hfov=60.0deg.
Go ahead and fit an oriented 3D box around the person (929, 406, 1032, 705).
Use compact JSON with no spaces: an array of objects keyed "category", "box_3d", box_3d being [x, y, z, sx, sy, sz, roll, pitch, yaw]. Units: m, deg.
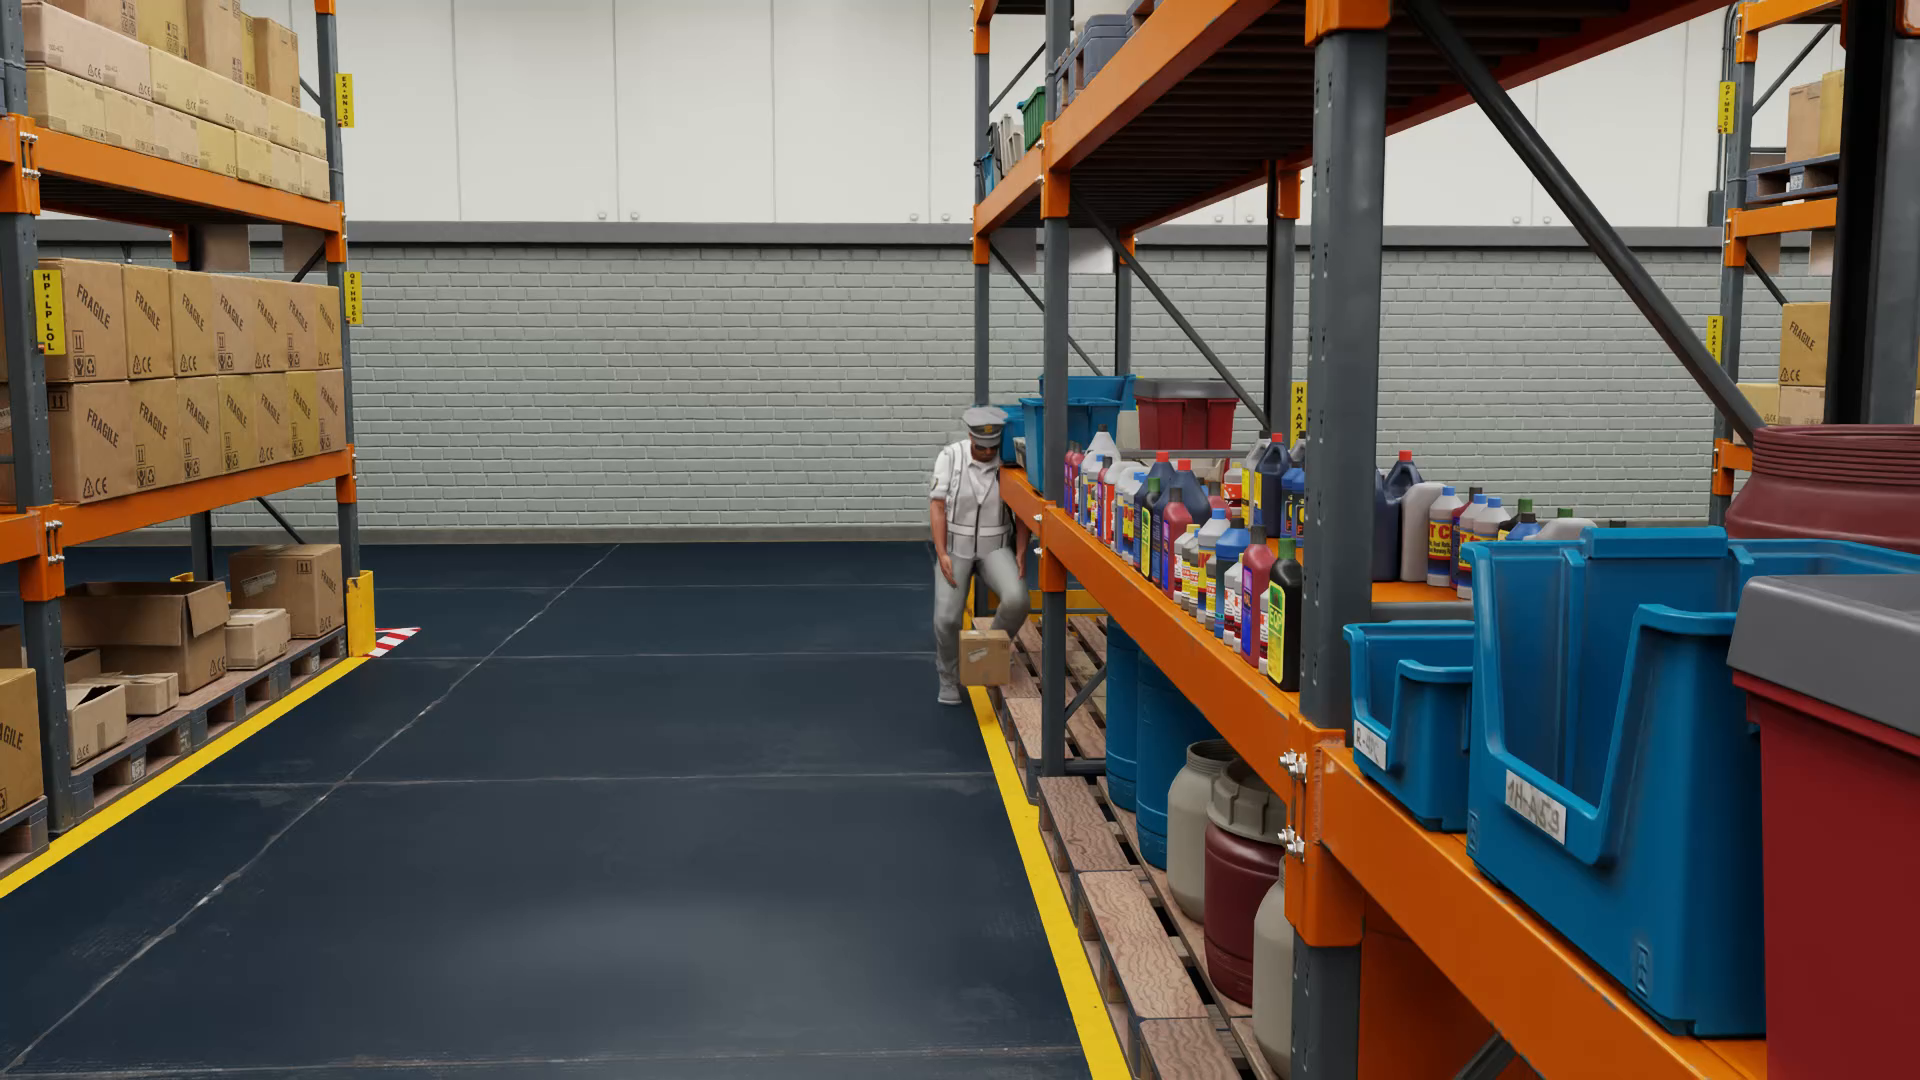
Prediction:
[{"category":"person","box_3d":[0.120,0.083,9.089,0.575,1.629,0.618,0,7,-3]}]
